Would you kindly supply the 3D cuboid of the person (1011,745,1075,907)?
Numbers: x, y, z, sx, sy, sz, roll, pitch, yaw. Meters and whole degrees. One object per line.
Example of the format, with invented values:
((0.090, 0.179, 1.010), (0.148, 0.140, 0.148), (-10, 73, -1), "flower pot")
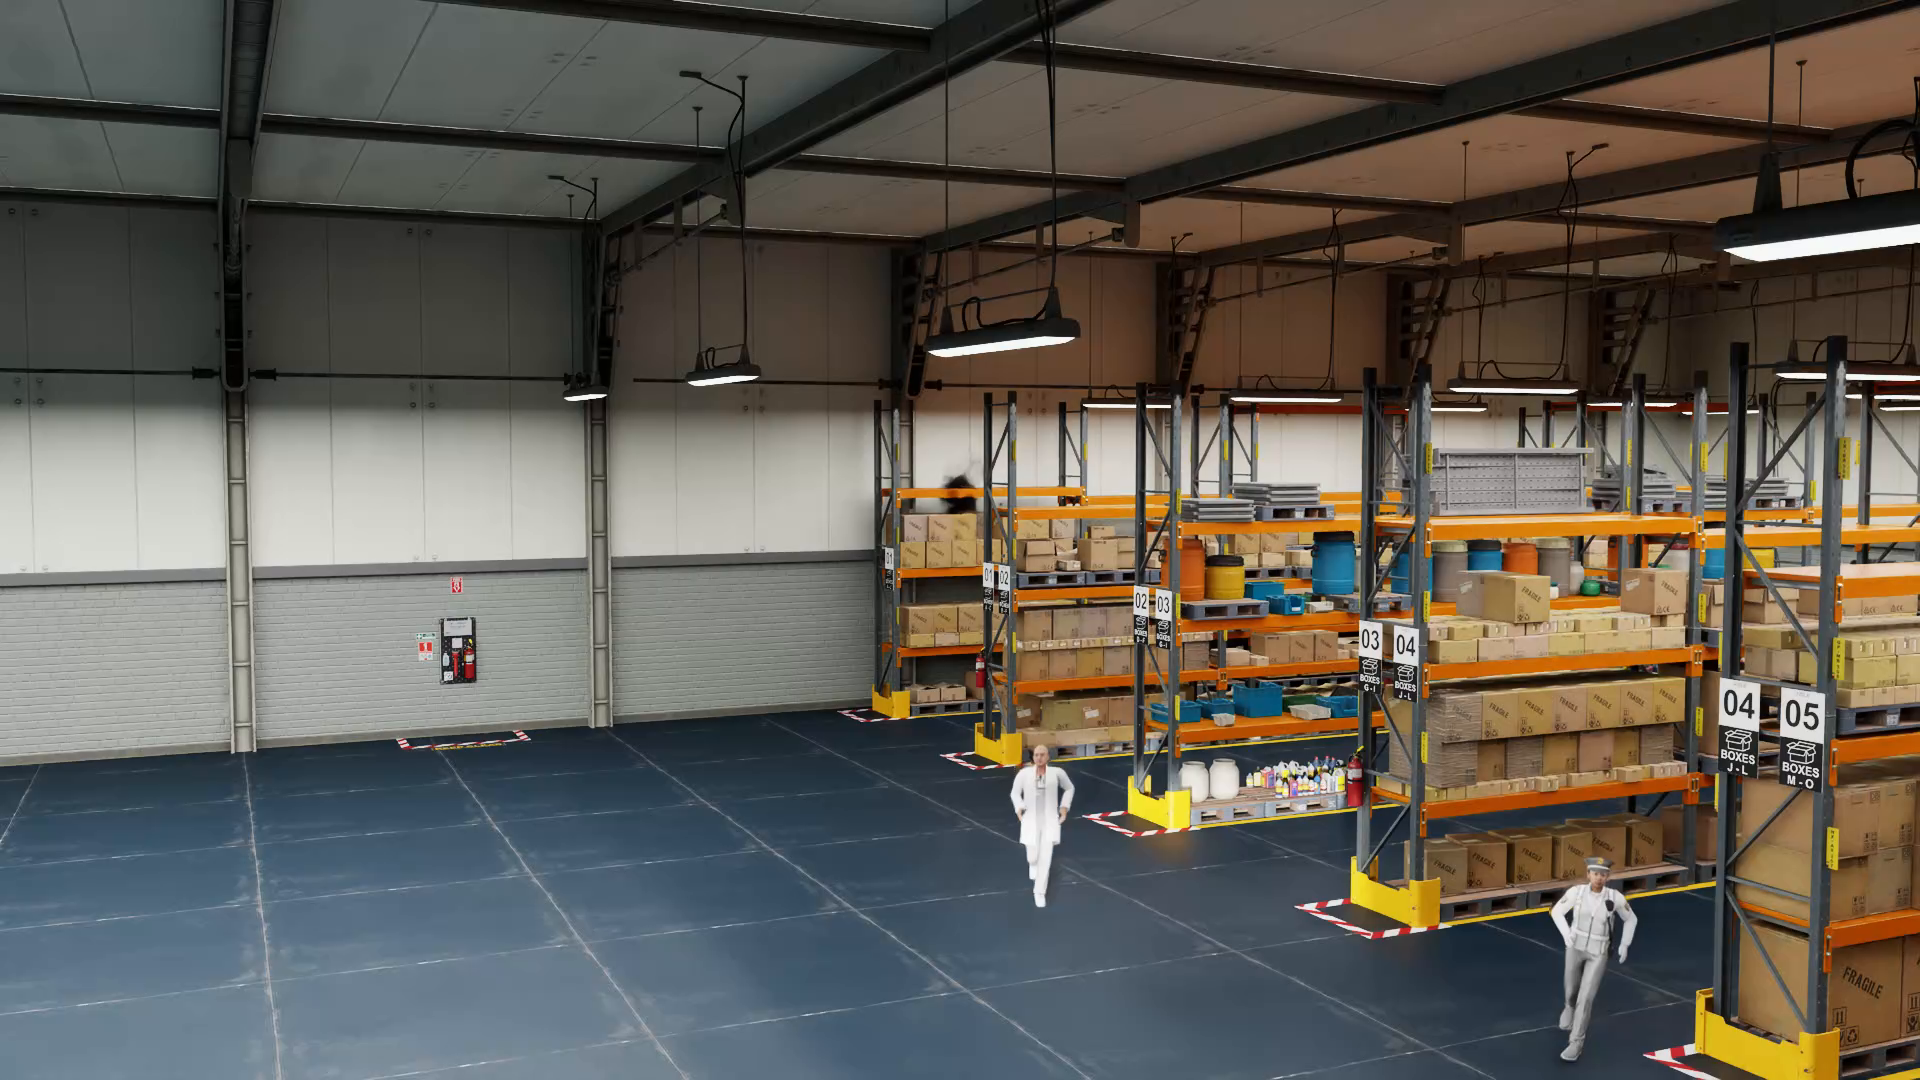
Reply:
((0.937, 3.207, 18.925), (0.724, 1.752, 0.882), (0, 3, 6), "person")

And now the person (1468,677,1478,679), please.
((8.703, 2.726, 27.890), (0.667, 1.685, 0.558), (-2, 4, -35), "person")

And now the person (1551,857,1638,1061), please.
((5.382, 3.491, 14.127), (0.689, 1.657, 0.934), (1, 4, 20), "person")
